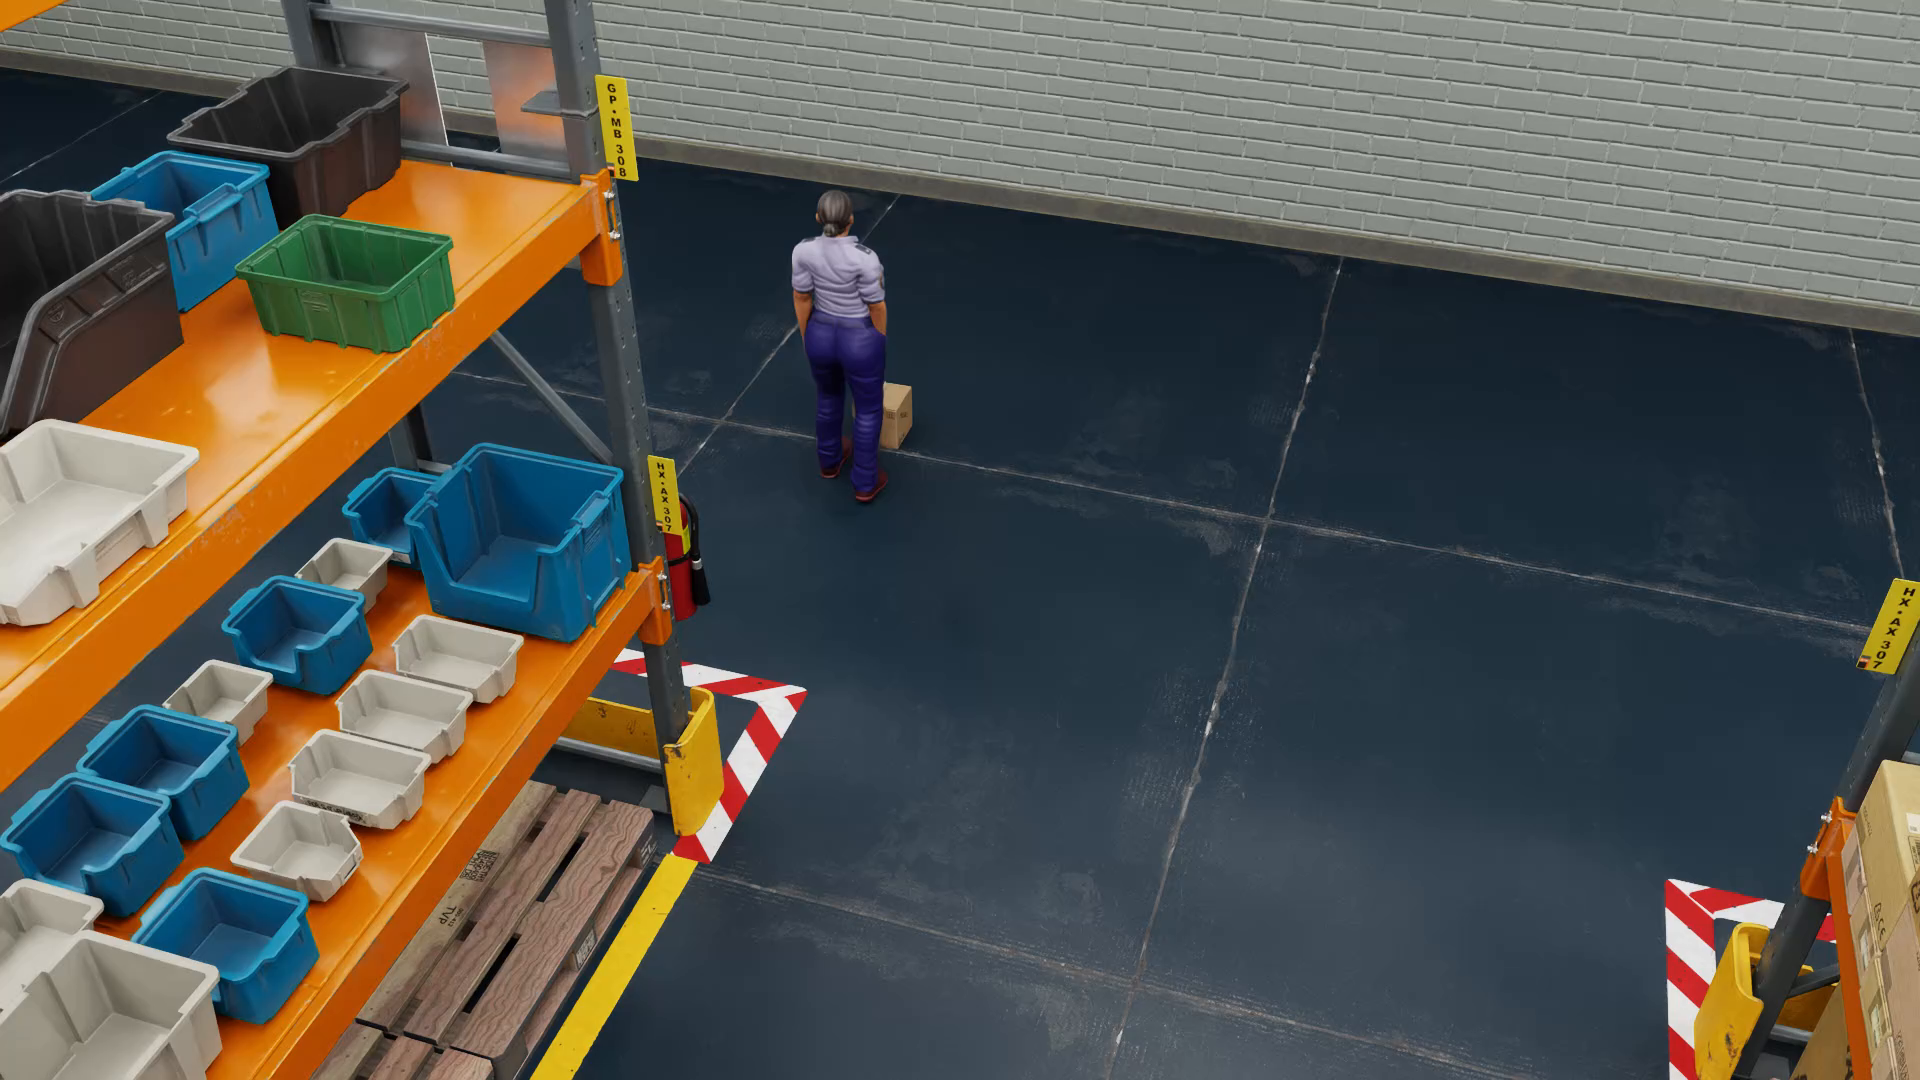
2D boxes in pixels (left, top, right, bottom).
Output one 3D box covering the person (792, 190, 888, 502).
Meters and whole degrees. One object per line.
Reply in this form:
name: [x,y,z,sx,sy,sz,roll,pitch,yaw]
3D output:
person: [-0.564,-0.982,8.206,0.469,1.646,0.438,12,39,16]
